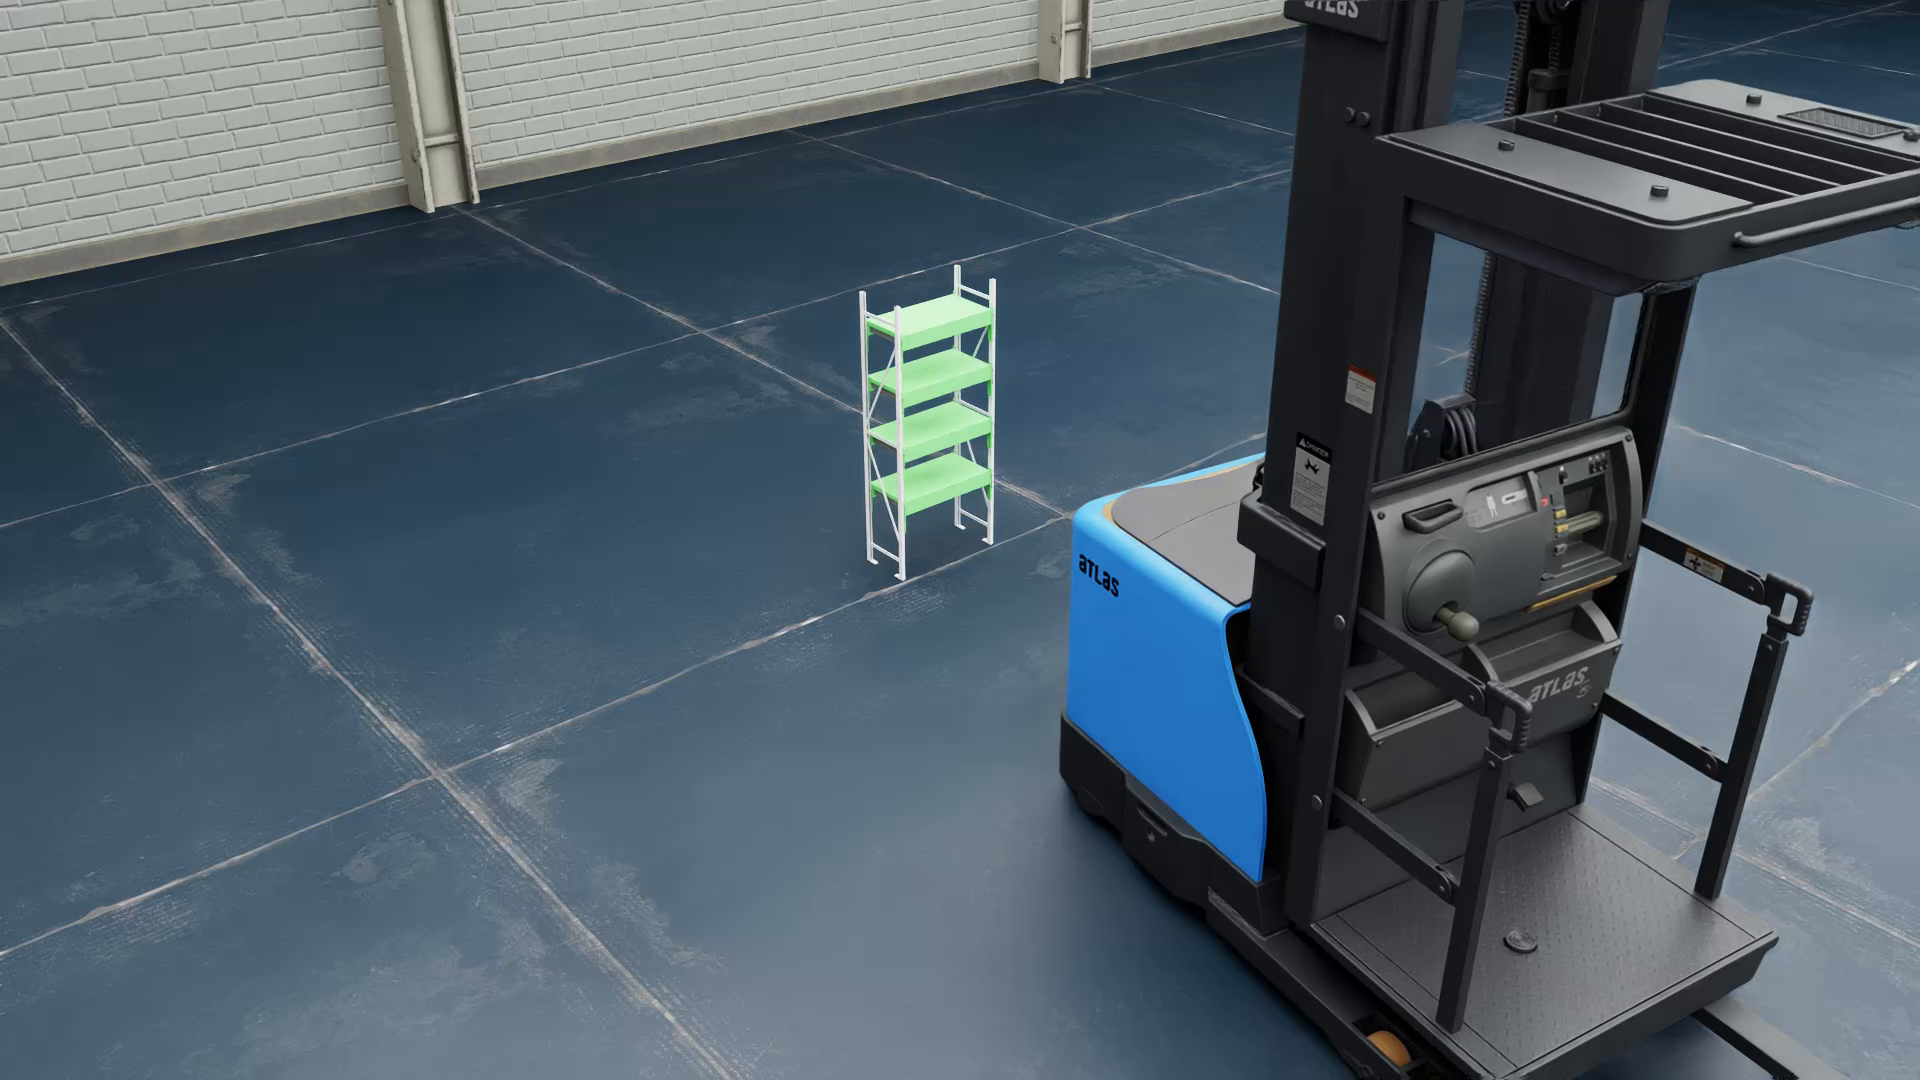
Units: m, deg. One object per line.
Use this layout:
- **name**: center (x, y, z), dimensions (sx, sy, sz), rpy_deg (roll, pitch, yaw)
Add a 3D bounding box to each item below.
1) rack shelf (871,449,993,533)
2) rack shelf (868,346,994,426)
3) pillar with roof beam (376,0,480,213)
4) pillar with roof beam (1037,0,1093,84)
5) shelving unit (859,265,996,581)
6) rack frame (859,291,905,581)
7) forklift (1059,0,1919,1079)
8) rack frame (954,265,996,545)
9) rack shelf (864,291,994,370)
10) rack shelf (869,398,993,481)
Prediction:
- **rack shelf**: center (-0.126, -0.211, 7.016), dimensions (0.480, 0.148, 0.258), rpy_deg (-22, 35, -35)
- **rack shelf**: center (-0.126, -0.634, 6.789), dimensions (0.480, 0.148, 0.258), rpy_deg (-22, 35, -35)
- **pillar with roof beam**: center (-0.828, -4.796, 6.677), dimensions (0.400, 9.000, 9.100), rpy_deg (-22, 35, -35)
- **pillar with roof beam**: center (3.736, -6.632, 10.112), dimensions (0.400, 9.000, 9.100), rpy_deg (-22, 35, -35)
- **shelving unit**: center (-0.126, -0.479, 6.872), dimensions (0.503, 1.200, 0.258), rpy_deg (-22, 35, -35)
- **rack frame**: center (-0.312, -0.404, 6.733), dimensions (0.015, 1.200, 0.240), rpy_deg (-22, 35, -35)
- **forklift**: center (1.520, 0.024, 4.095), dimensions (1.130, 2.935, 3.031), rpy_deg (-16, 32, -27)
- **rack frame**: center (0.060, -0.553, 7.012), dimensions (0.015, 1.200, 0.240), rpy_deg (-22, 35, -35)
- **rack shelf**: center (-0.126, -0.846, 6.676), dimensions (0.480, 0.148, 0.258), rpy_deg (-22, 35, -35)
- **rack shelf**: center (-0.126, -0.422, 6.903), dimensions (0.480, 0.148, 0.258), rpy_deg (-22, 35, -35)
